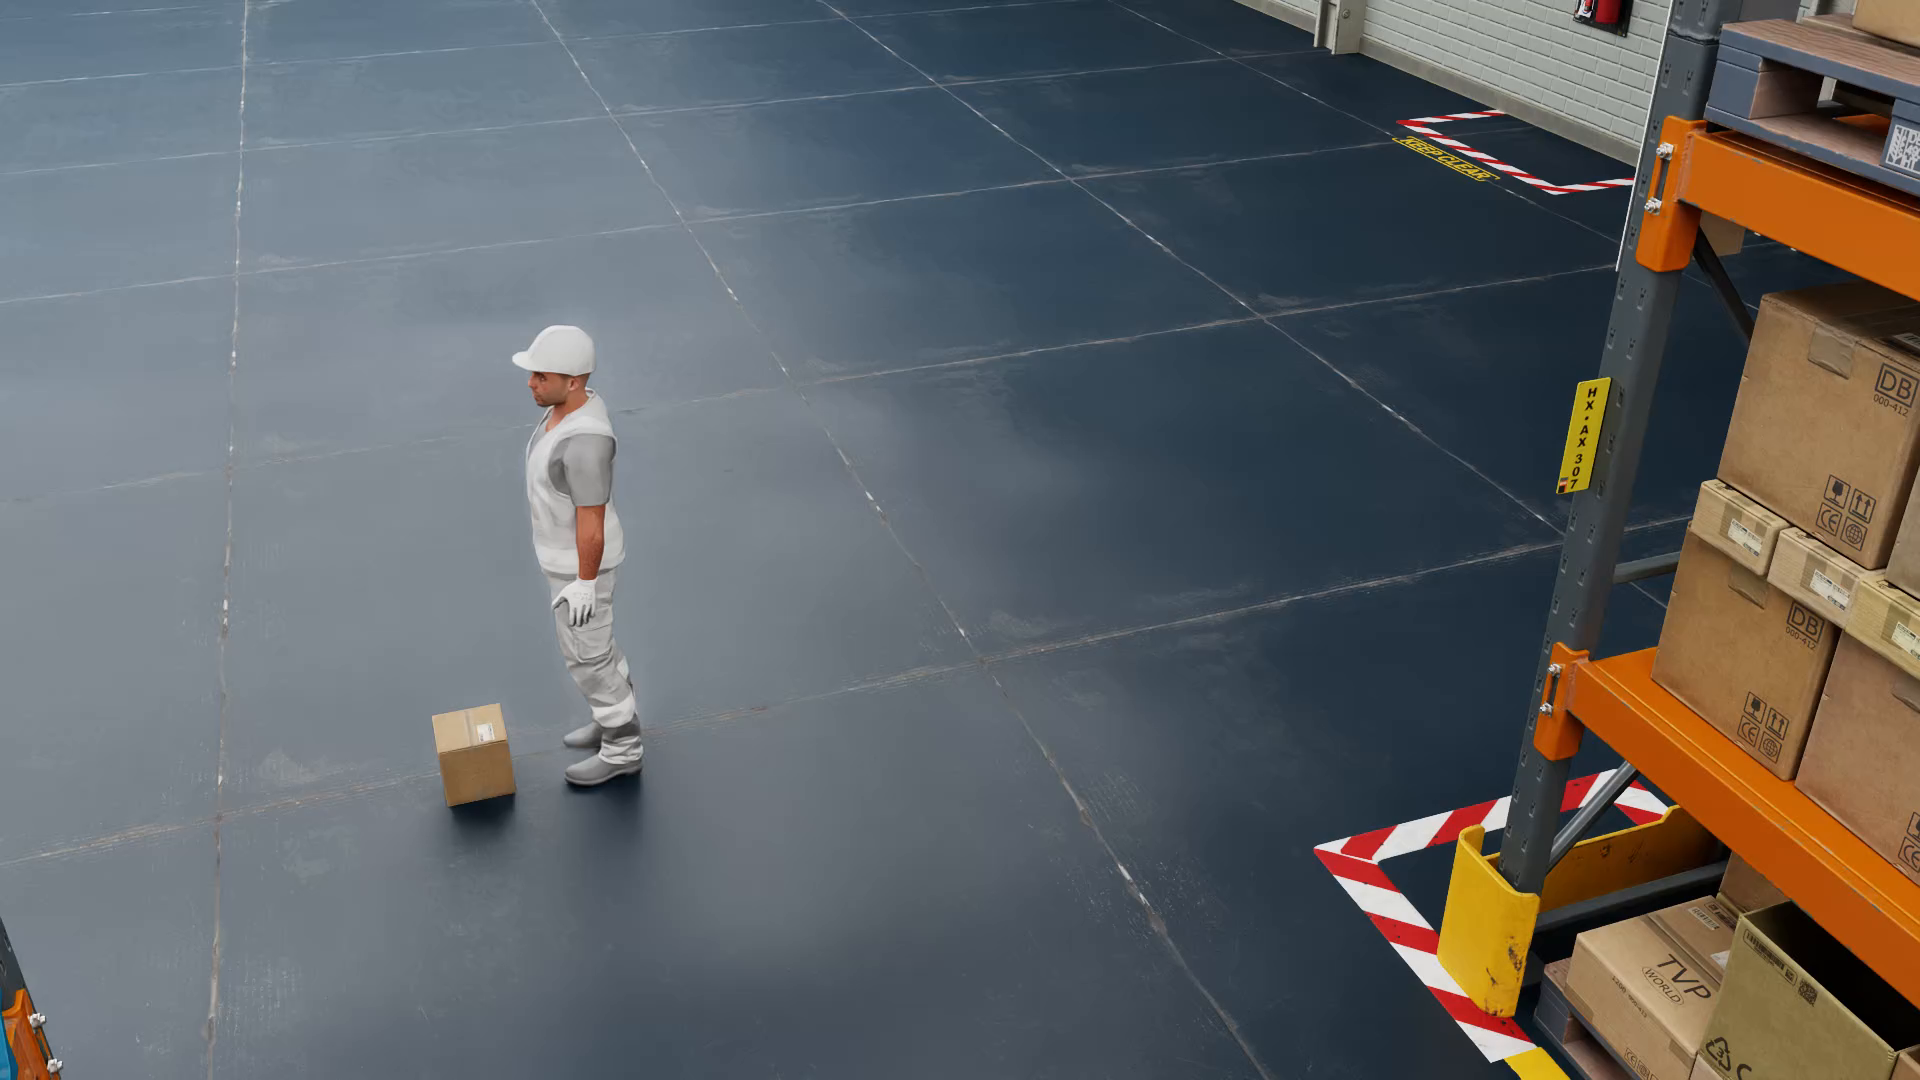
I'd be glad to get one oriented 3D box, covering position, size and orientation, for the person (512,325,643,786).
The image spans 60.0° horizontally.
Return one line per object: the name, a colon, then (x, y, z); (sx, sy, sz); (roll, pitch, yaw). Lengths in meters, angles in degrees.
person: (-1.368, 0.073, 5.995); (0.344, 1.804, 0.524); (-10, 31, -16)
